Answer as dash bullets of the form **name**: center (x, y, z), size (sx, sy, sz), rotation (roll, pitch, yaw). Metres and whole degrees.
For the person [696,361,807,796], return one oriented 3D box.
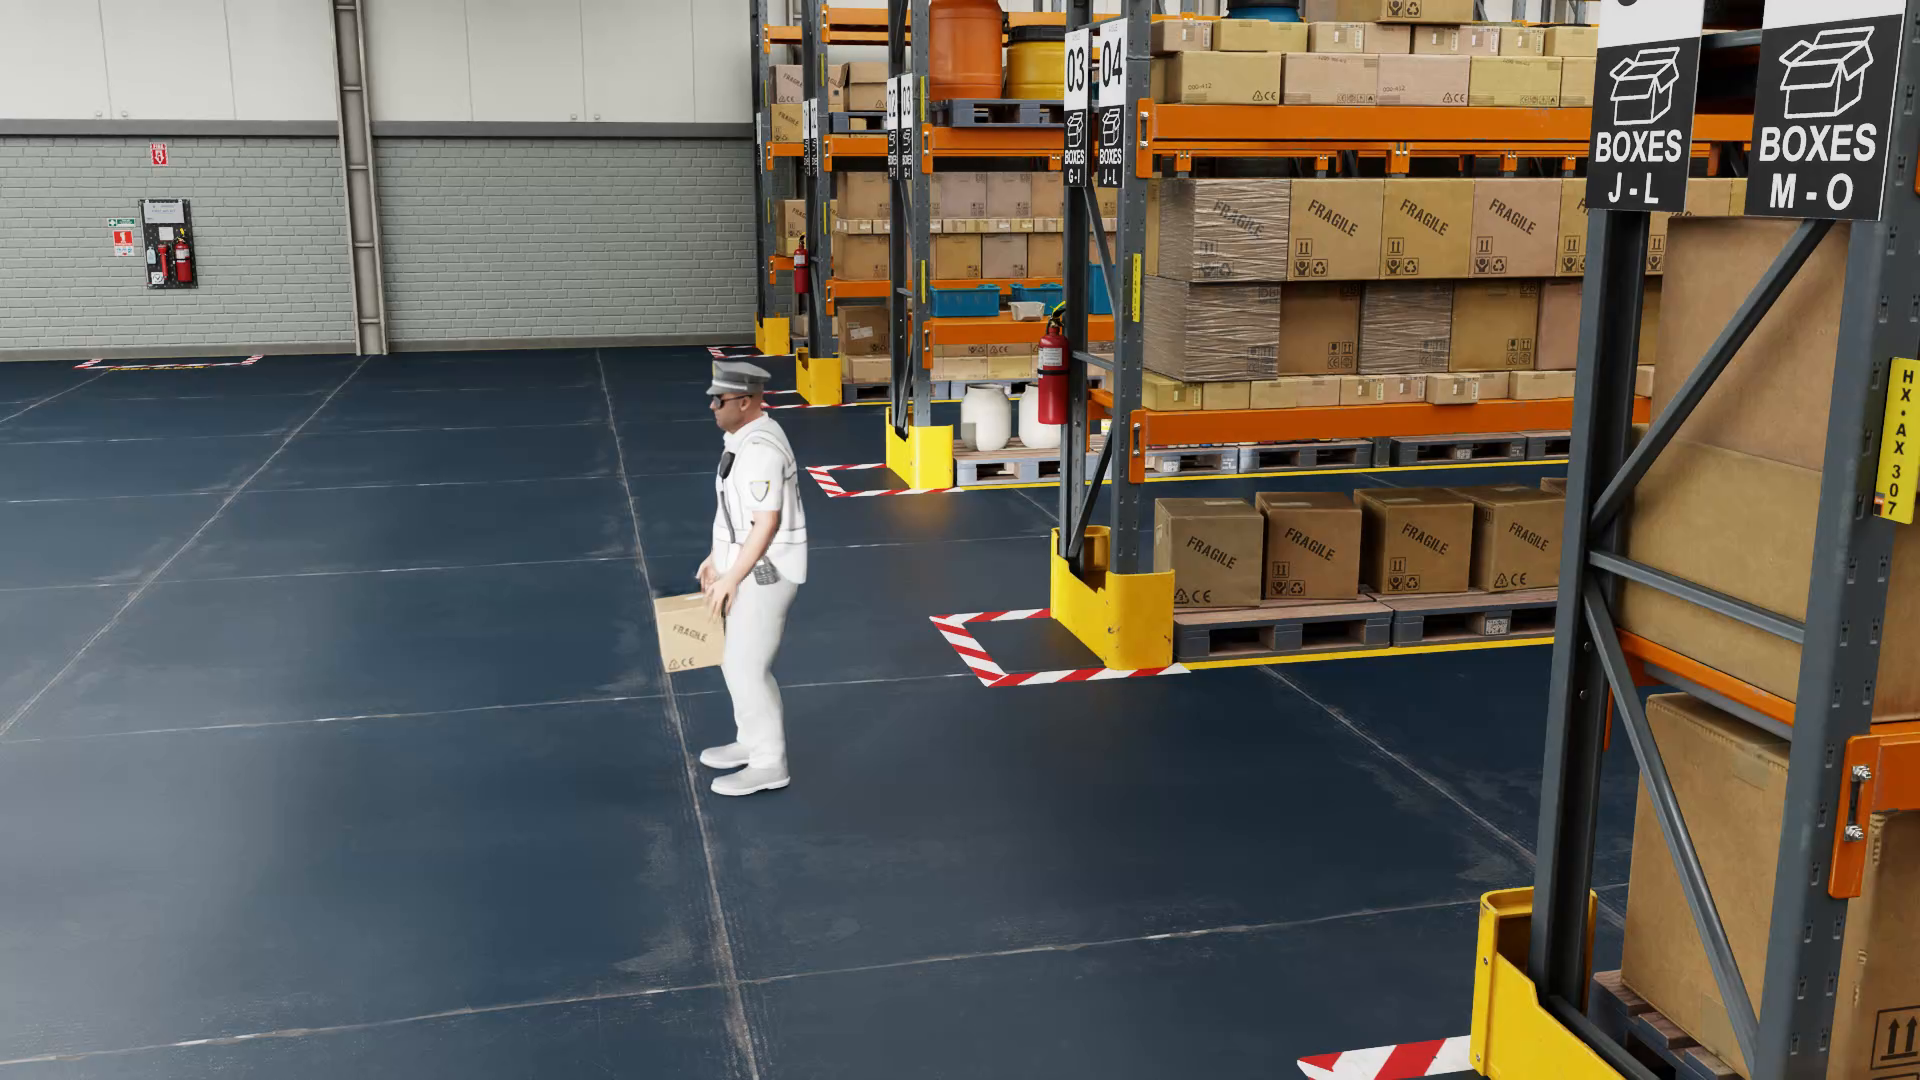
- **person**: center (-0.852, 0.138, 6.815), size (0.434, 1.761, 0.551), rotation (-3, 13, -14)
